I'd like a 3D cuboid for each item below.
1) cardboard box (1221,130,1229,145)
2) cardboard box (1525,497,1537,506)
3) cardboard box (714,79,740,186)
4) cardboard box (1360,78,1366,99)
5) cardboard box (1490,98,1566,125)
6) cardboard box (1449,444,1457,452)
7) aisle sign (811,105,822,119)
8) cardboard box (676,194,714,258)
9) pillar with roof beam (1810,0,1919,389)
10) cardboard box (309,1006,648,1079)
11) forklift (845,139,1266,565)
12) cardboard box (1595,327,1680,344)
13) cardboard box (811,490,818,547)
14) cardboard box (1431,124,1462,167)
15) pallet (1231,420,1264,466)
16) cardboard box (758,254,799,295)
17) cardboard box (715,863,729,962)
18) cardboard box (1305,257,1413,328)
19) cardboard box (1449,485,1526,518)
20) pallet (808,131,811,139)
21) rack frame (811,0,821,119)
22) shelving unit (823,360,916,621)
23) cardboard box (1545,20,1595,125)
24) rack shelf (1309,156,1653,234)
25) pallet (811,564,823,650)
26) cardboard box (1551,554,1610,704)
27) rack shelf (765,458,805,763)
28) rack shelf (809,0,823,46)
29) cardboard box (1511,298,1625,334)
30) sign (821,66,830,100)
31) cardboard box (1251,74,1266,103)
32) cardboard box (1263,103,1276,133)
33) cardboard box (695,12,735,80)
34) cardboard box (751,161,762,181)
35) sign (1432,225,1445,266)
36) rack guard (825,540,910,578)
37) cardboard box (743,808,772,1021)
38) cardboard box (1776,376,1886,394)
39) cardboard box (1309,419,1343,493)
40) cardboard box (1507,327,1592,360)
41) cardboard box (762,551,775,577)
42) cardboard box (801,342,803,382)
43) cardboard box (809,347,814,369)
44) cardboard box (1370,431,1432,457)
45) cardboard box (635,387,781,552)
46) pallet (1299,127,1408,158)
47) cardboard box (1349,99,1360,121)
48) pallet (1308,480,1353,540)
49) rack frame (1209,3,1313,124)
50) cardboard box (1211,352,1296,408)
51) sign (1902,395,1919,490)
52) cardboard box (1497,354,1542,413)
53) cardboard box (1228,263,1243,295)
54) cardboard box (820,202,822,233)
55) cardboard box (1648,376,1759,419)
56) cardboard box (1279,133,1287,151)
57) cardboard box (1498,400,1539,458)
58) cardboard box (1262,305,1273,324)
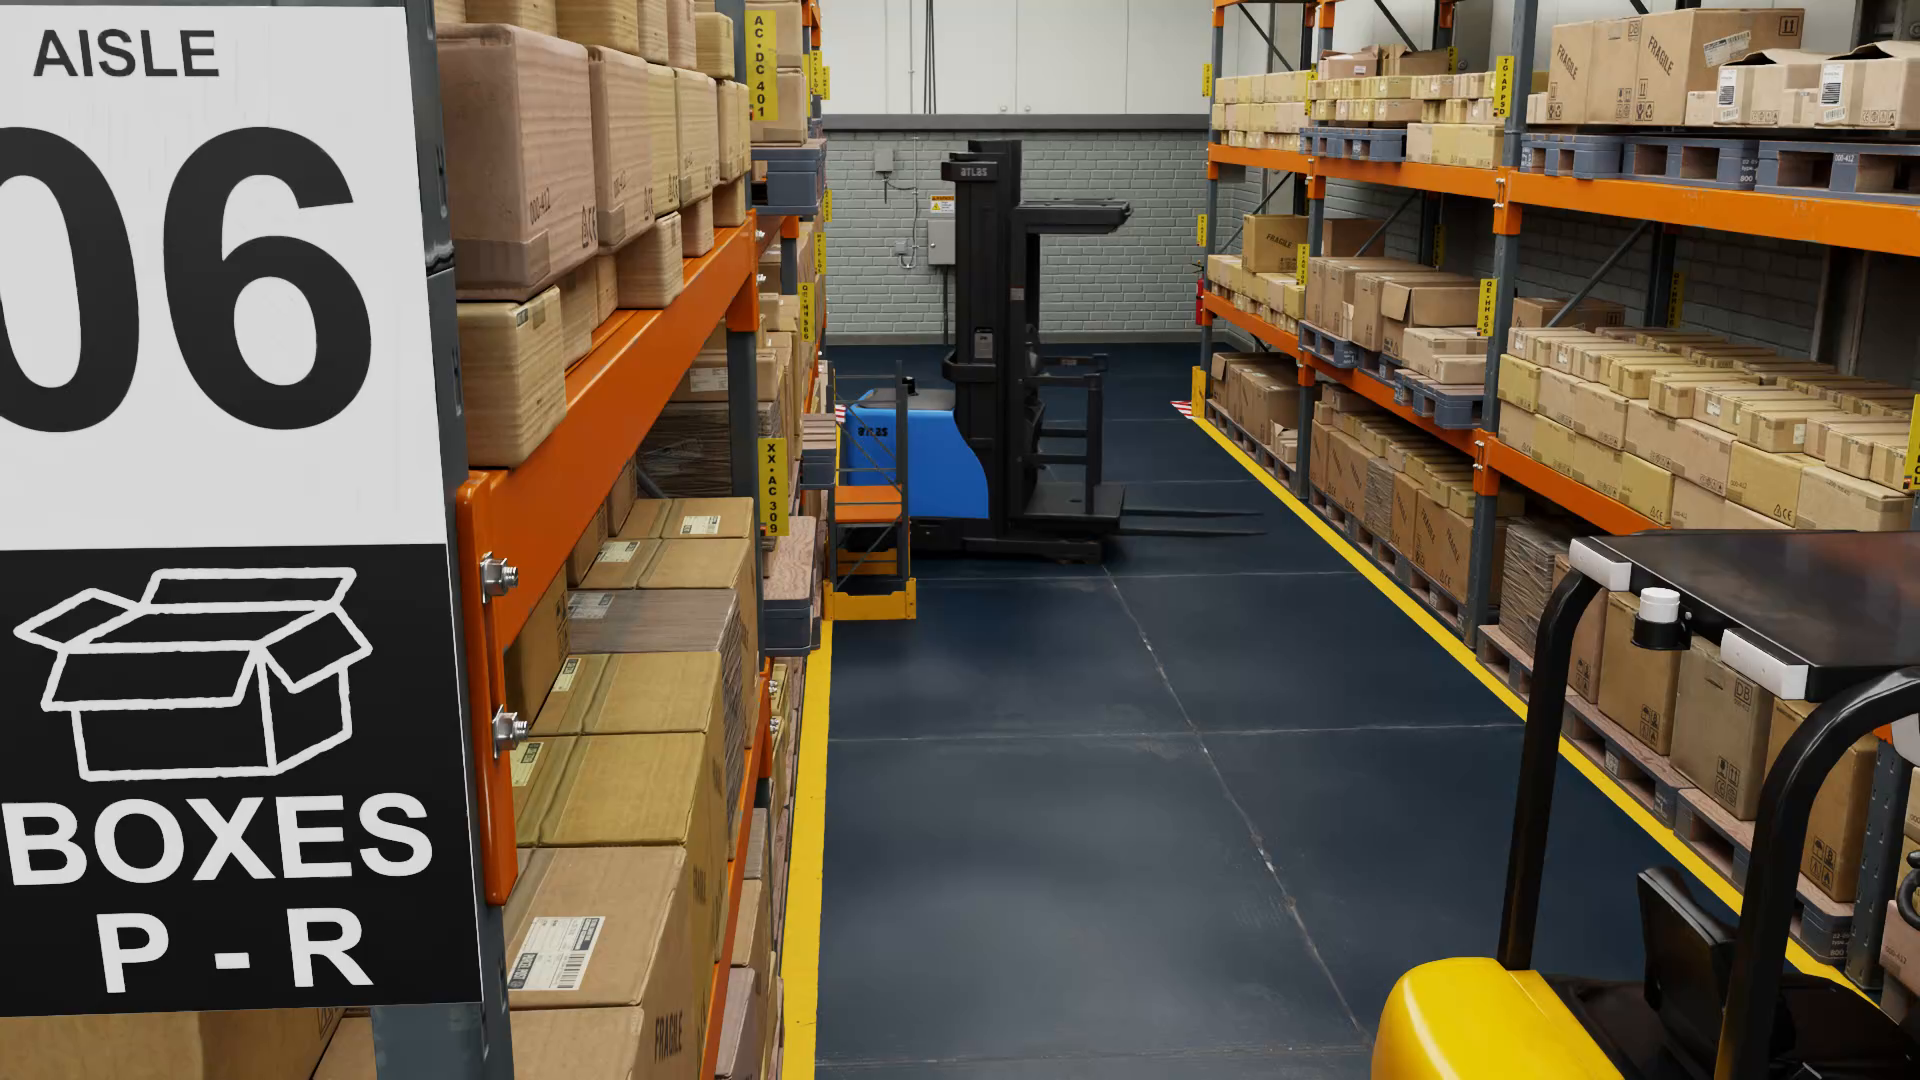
[{"bbox_3d":[2.844,-4.052,16.739,0.380,0.149,0.250,-1,14,-2],"label":"cardboard box"},{"bbox_3d":[3.795,-0.038,10.829,0.500,0.500,0.500,-1,14,-3],"label":"cardboard box"},{"bbox_3d":[-0.825,-1.034,4.212,0.500,0.250,0.500,-1,14,-4],"label":"cardboard box"},{"bbox_3d":[3.063,-3.199,11.785,0.380,0.149,0.250,-1,14,-3],"label":"cardboard box"},{"bbox_3d":[3.290,-2.472,9.594,0.380,0.149,0.250,-1,14,-2],"label":"cardboard box"},{"bbox_3d":[3.723,-0.644,11.882,0.380,0.149,0.250,-1,15,-6],"label":"cardboard box"},{"bbox_3d":[-1.592,-4.008,16.866,0.394,0.787,0.004,-1,14,-3],"label":"aisle sign"},{"bbox_3d":[-0.780,-0.743,3.878,0.380,0.149,0.250,0,14,-2],"label":"cardboard box"},{"bbox_3d":[0.236,-3.343,7.458,9.100,9.000,0.400,-1,14,-3],"label":"pillar with roof beam"},{"bbox_3d":[-0.658,0.939,2.061,0.500,0.500,0.500,-1,14,-4],"label":"cardboard box"},{"bbox_3d":[0.722,-1.384,12.023,3.031,2.935,1.130,2,15,8],"label":"forklift"},{"bbox_3d":[3.775,-1.099,9.275,0.380,0.149,0.250,0,14,-2],"label":"cardboard box"},{"bbox_3d":[-1.412,-0.306,11.116,0.875,0.875,0.875,-1,14,-3],"label":"cardboard box"},{"bbox_3d":[3.246,-2.443,10.283,0.500,0.250,0.500,-1,14,-3],"label":"cardboard box"},{"bbox_3d":[3.184,-0.933,15.730,1.003,0.211,1.213,-1,14,-3],"label":"pallet"},{"bbox_3d":[-1.188,-1.396,9.723,0.500,0.500,0.500,-1,14,-5],"label":"cardboard box"},{"bbox_3d":[-0.725,0.835,3.764,0.380,0.149,0.250,-1,14,-3],"label":"cardboard box"},{"bbox_3d":[3.111,-1.937,12.991,0.700,0.500,0.500,-1,14,-2],"label":"cardboard box"},{"bbox_3d":[3.269,-0.240,10.311,0.380,0.149,0.250,-2,15,-6],"label":"cardboard box"},{"bbox_3d":[-1.494,-2.257,9.638,1.213,0.211,1.003,0,14,-1],"label":"pallet"},{"bbox_3d":[-1.897,-5.631,16.354,1.000,3.000,0.127,-1,14,-3],"label":"rack frame"},{"bbox_3d":[-0.608,-0.352,10.886,0.587,1.500,1.083,-1,14,-4],"label":"shelving unit"},{"bbox_3d":[3.354,-2.383,8.505,0.500,0.500,0.500,-1,14,-3],"label":"cardboard box"},{"bbox_3d":[3.429,-2.416,11.319,1.077,0.370,4.000,-1,14,-3],"label":"rack shelf"},{"bbox_3d":[-1.375,0.417,10.483,1.003,0.211,1.213,-1,14,-3],"label":"pallet"},{"bbox_3d":[3.626,0.450,8.679,0.875,0.625,0.625,0,14,-2],"label":"cardboard box"},{"bbox_3d":[-1.277,0.109,7.525,1.077,0.370,4.000,-1,14,-3],"label":"rack shelf"},{"bbox_3d":[-1.773,-4.592,14.560,1.077,0.370,4.000,-1,14,-3],"label":"rack shelf"},{"bbox_3d":[3.677,-1.196,10.113,0.500,0.500,0.500,0,14,-1],"label":"cardboard box"},{"bbox_3d":[-1.355,-4.574,16.647,0.100,0.325,0.005,-1,14,-3],"label":"sign"},{"bbox_3d":[2.933,-4.077,15.035,0.500,0.250,0.500,0,14,-2],"label":"cardboard box"},{"bbox_3d":[2.962,-3.706,14.594,0.500,0.250,0.500,-1,14,-2],"label":"cardboard box"},{"bbox_3d":[-0.750,-1.191,4.021,0.380,0.149,0.250,0,14,-2],"label":"cardboard box"},{"bbox_3d":[-1.278,-1.860,7.510,0.797,0.503,0.637,-1,14,-3],"label":"cardboard box"},{"bbox_3d":[3.858,-2.379,13.429,0.100,0.325,0.005,-1,14,-3],"label":"sign"},{"bbox_3d":[-0.642,0.129,11.523,0.587,0.250,0.087,-1,14,-4],"label":"rack guard"},{"bbox_3d":[-0.849,1.166,5.144,0.500,0.500,0.500,-1,14,-4],"label":"cardboard box"},{"bbox_3d":[3.945,-0.652,7.540,0.380,0.149,0.250,-1,14,-3],"label":"cardboard box"},{"bbox_3d":[3.110,-0.678,13.315,0.500,0.500,0.500,0,14,-1],"label":"cardboard box"},{"bbox_3d":[3.278,-1.093,9.251,0.380,0.149,0.250,0,14,-2],"label":"cardboard box"},{"bbox_3d":[-0.872,0.034,6.035,0.380,0.149,0.250,-1,14,-3],"label":"cardboard box"},{"bbox_3d":[-1.186,-1.036,9.830,0.500,0.250,0.500,-1,14,-4],"label":"cardboard box"},{"bbox_3d":[-1.339,-1.424,12.343,0.500,0.250,0.500,-1,14,-4],"label":"cardboard box"},{"bbox_3d":[3.205,-0.699,12.094,0.380,0.149,0.250,0,14,-1],"label":"cardboard box"},{"bbox_3d":[-0.896,-0.259,5.871,0.500,0.500,0.500,-1,14,-2],"label":"cardboard box"},{"bbox_3d":[3.275,-3.007,12.552,1.213,0.211,1.003,-1,14,-3],"label":"pallet"},{"bbox_3d":[2.992,-3.057,11.830,0.380,0.149,0.250,-1,14,-4],"label":"cardboard box"},{"bbox_3d":[3.393,-0.257,13.100,1.003,0.211,1.213,-1,14,-3],"label":"pallet"},{"bbox_3d":[3.057,-5.709,16.656,1.000,3.000,0.127,-1,14,-3],"label":"rack frame"},{"bbox_3d":[3.000,-1.644,17.065,0.797,0.503,0.637,-1,15,-6],"label":"cardboard box"},{"bbox_3d":[3.259,-0.331,5.628,0.100,0.325,0.005,-1,14,-3],"label":"sign"},{"bbox_3d":[3.311,-0.869,9.182,0.500,0.250,0.500,-1,14,-3],"label":"cardboard box"},{"bbox_3d":[2.882,-2.507,15.953,0.500,0.250,0.500,-1,14,-4],"label":"cardboard box"},{"bbox_3d":[-1.540,-2.890,15.531,0.500,0.500,0.500,-1,14,-4],"label":"cardboard box"},{"bbox_3d":[3.355,-0.645,7.513,0.380,0.149,0.250,-1,14,-5],"label":"cardboard box"},{"bbox_3d":[2.957,-3.414,14.259,0.380,0.149,0.250,-1,14,-4],"label":"cardboard box"},{"bbox_3d":[3.336,-0.627,9.246,0.500,0.250,0.500,-1,14,-3],"label":"cardboard box"},{"bbox_3d":[2.922,-2.020,14.862,0.380,0.149,0.250,-1,14,-4],"label":"cardboard box"}]
